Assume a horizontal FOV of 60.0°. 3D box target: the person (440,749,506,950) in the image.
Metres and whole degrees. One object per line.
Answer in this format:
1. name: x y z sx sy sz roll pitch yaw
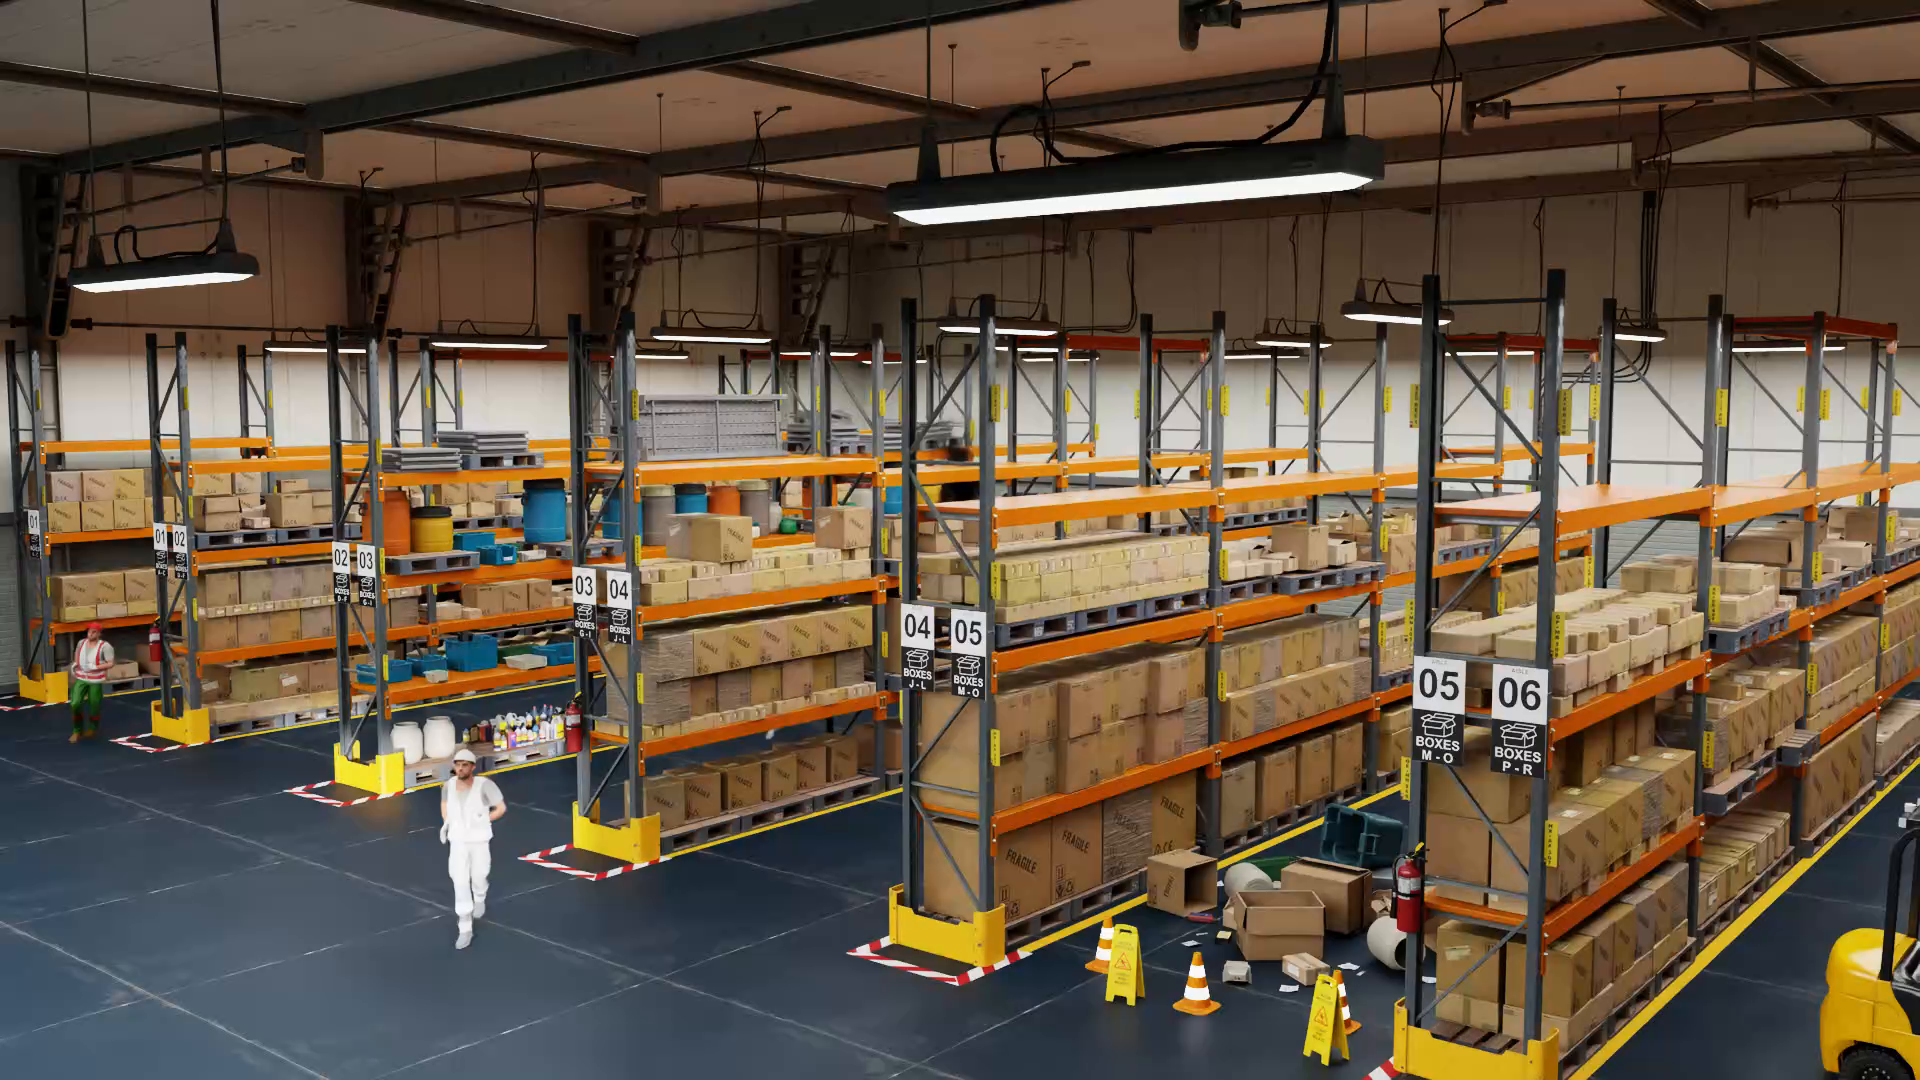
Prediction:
1. person: -4.616 2.859 15.738 0.638 1.795 0.922 0 5 -5

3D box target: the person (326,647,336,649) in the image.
1. person: -10.703 1.832 28.362 0.546 1.654 0.656 5 7 44

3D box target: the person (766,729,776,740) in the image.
1. person: -2.687 2.015 23.968 0.594 1.627 0.749 3 6 30

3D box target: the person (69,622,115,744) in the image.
1. person: -12.773 2.090 24.527 0.671 1.804 0.694 -1 5 -7
